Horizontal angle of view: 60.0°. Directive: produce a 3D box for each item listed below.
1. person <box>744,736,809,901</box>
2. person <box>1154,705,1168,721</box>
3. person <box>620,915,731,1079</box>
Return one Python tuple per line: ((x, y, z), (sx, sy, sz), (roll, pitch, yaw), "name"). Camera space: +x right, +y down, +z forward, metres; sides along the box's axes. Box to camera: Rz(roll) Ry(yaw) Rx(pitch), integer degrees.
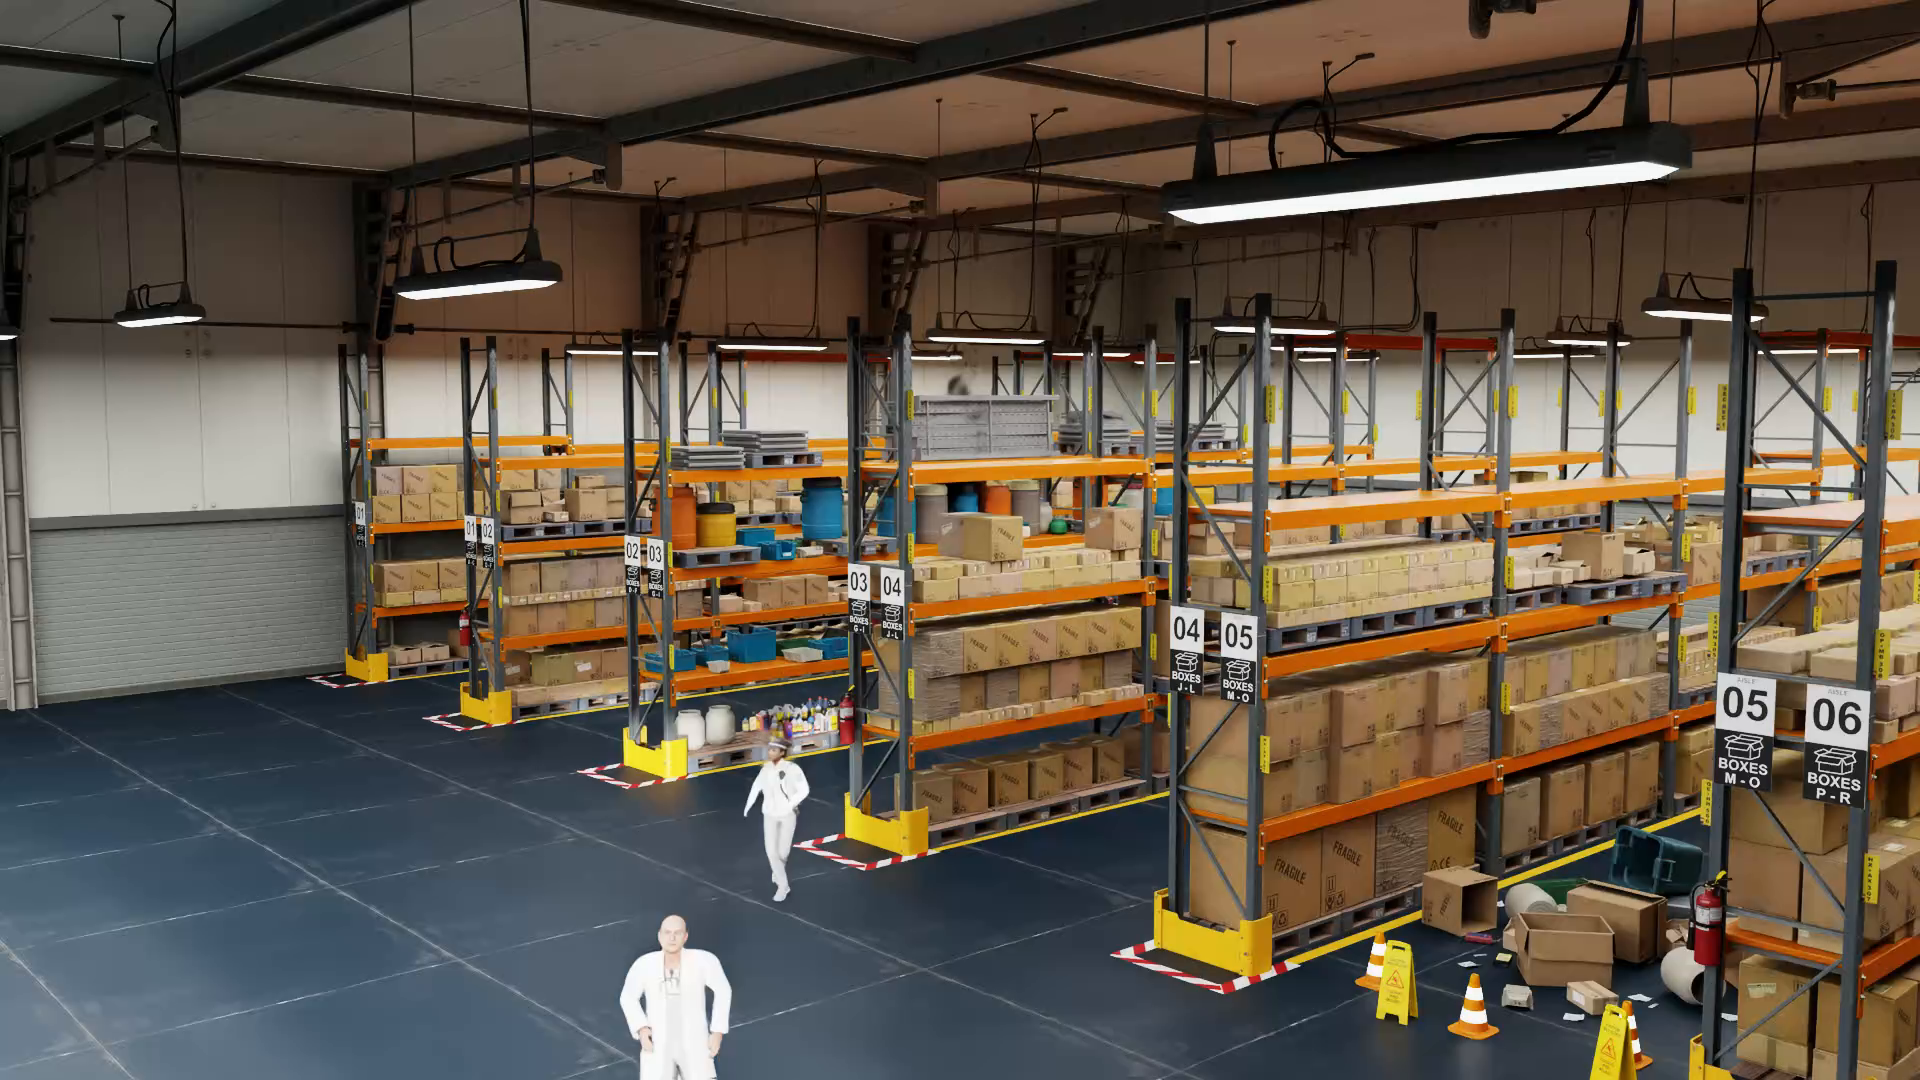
((-1.892, 2.830, 17.083), (0.675, 1.678, 0.494), (1, 5, 15), "person")
((2.928, 2.083, 24.838), (0.696, 1.718, 0.605), (4, 7, 41), "person")
((-1.886, 3.332, 11.047), (0.730, 1.724, 0.716), (-1, 5, -8), "person")
